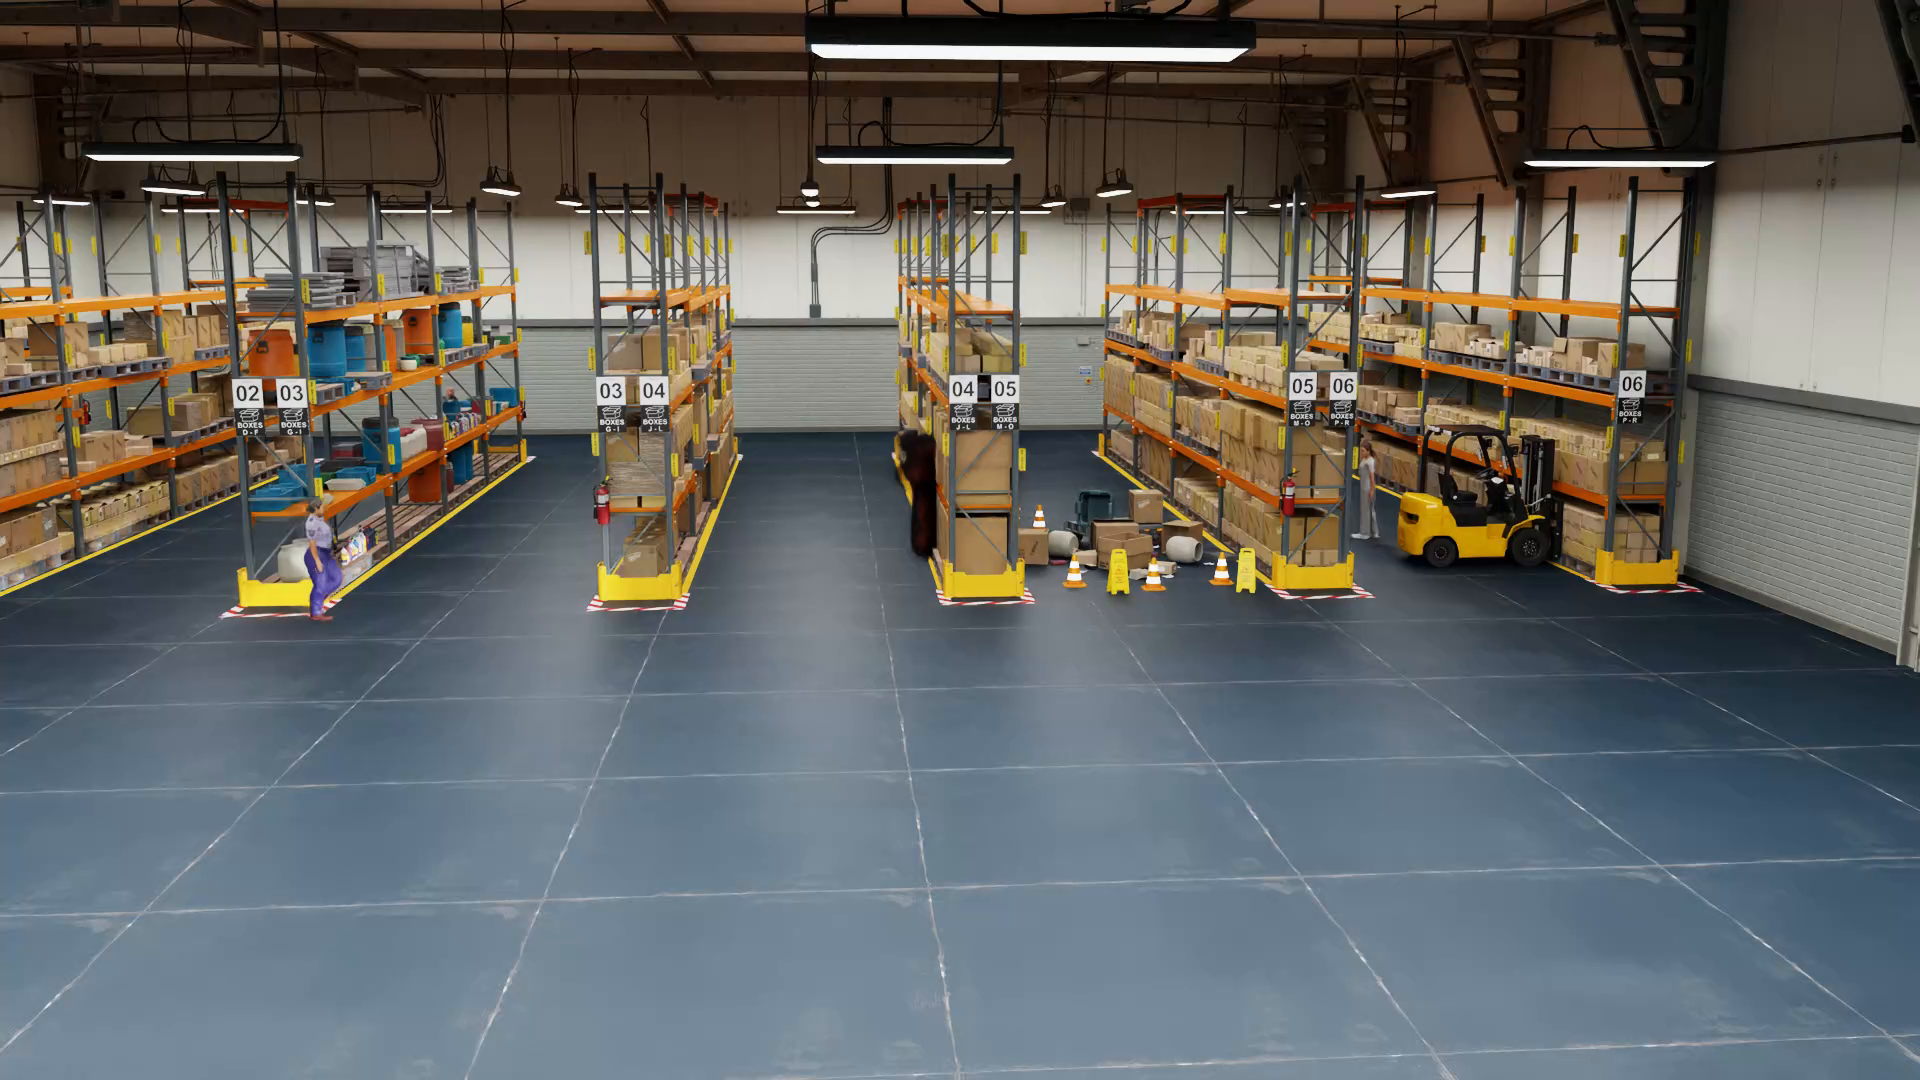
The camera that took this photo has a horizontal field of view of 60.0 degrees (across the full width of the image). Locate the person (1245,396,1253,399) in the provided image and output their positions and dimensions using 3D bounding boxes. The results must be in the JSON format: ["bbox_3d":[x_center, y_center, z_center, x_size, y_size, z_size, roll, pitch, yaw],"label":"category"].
[{"bbox_3d":[7.315,-3.191,41.961,0.653,1.644,0.463,-1,10,-7],"label":"person"}]

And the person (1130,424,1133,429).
[{"bbox_3d":[4.284,-3.126,41.304,0.585,1.788,0.566,-7,12,-35],"label":"person"}]

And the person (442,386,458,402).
[{"bbox_3d":[-12.239,-2.841,39.839,0.495,1.673,1.006,-3,10,-17],"label":"person"}]

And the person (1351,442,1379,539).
[{"bbox_3d":[7.060,-0.862,28.799,0.429,1.677,0.454,5,11,25],"label":"person"}]

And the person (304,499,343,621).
[{"bbox_3d":[-8.611,0.258,22.411,0.455,1.635,0.496,-1,10,-4],"label":"person"}]
